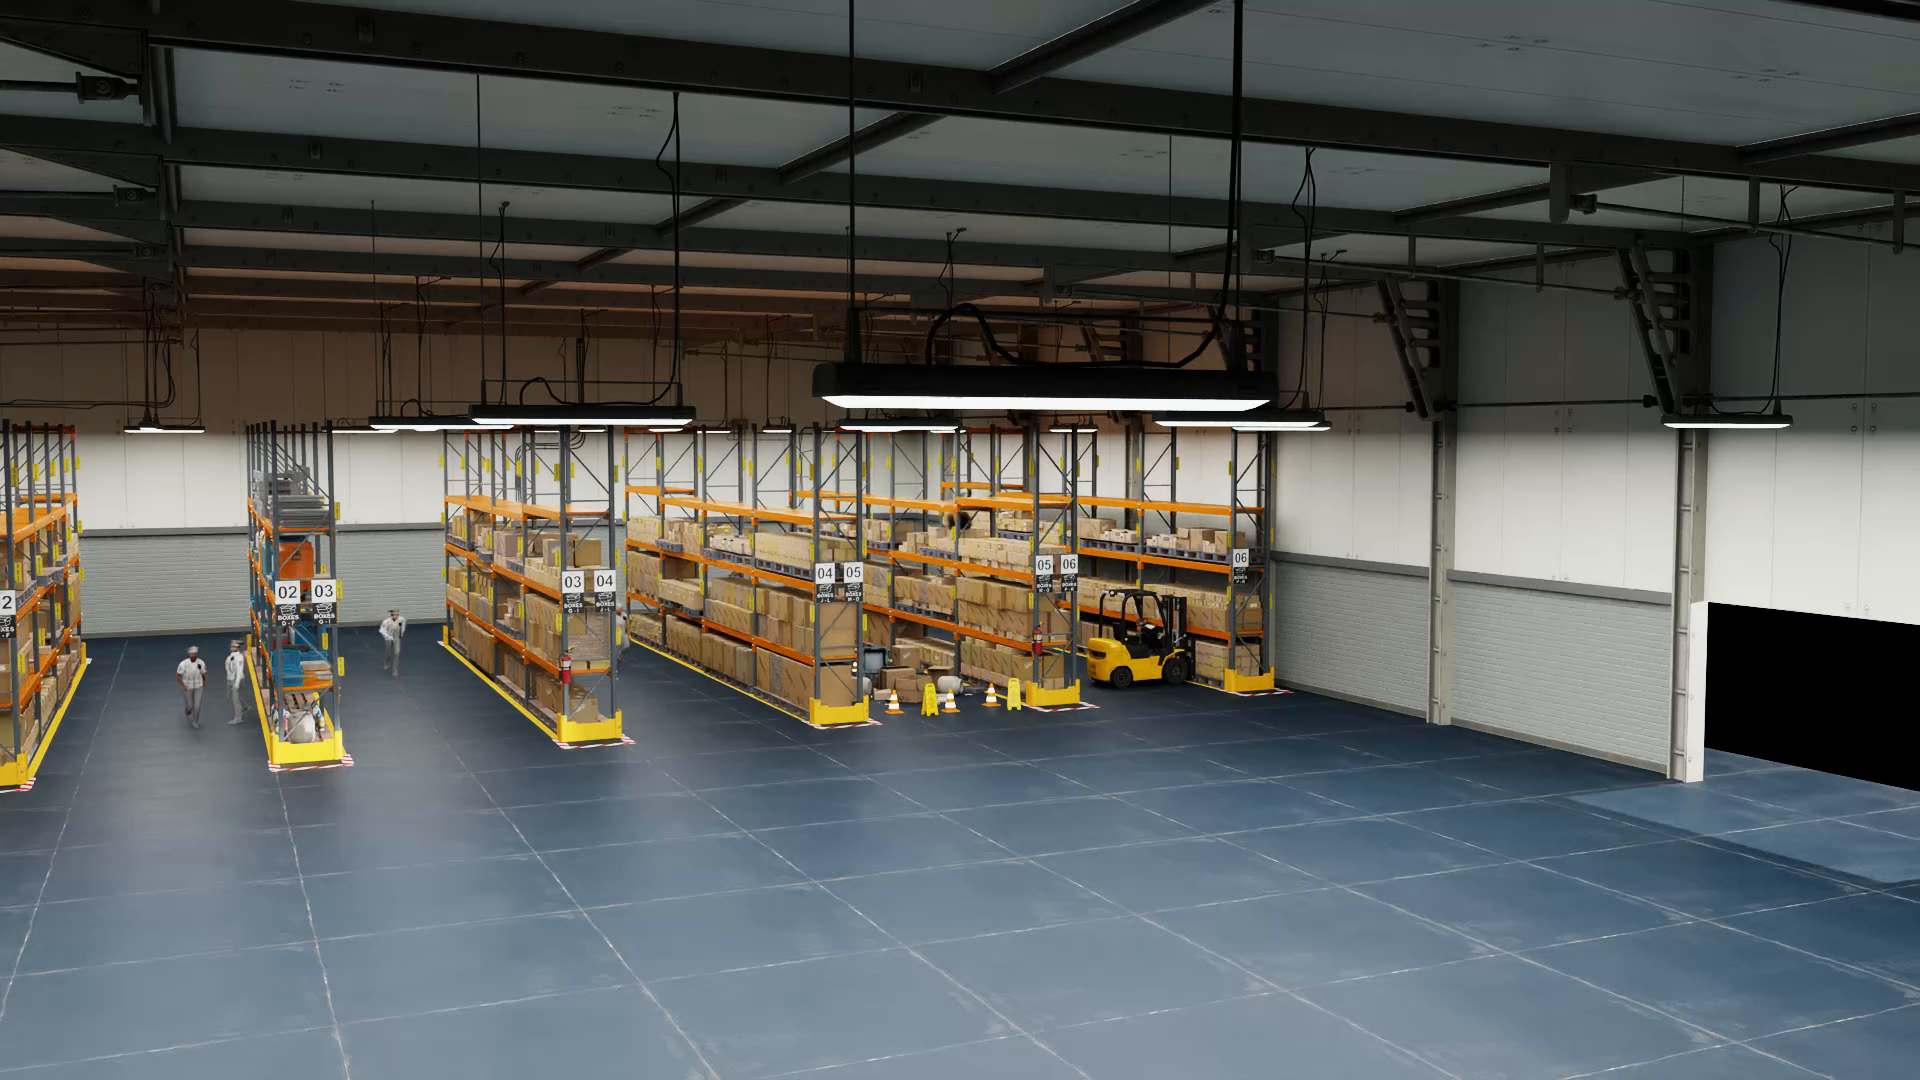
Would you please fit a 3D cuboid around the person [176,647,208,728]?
[{"bbox_3d":[-15.067,2.880,32.643,0.572,1.616,0.597,-2,4,-33],"label":"person"}]

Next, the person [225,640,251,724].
[{"bbox_3d":[-14.442,2.812,33.292,0.675,1.681,0.579,3,5,41],"label":"person"}]

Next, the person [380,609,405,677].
[{"bbox_3d":[-13.689,2.444,40.031,0.647,1.628,0.982,-3,4,-37],"label":"person"}]

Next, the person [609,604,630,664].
[{"bbox_3d":[-8.525,2.350,41.537,0.611,1.557,0.822,-3,4,-35],"label":"person"}]

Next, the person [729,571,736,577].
[{"bbox_3d":[-6.917,1.736,50.665,0.888,1.591,0.549,-3,4,-37],"label":"person"}]
